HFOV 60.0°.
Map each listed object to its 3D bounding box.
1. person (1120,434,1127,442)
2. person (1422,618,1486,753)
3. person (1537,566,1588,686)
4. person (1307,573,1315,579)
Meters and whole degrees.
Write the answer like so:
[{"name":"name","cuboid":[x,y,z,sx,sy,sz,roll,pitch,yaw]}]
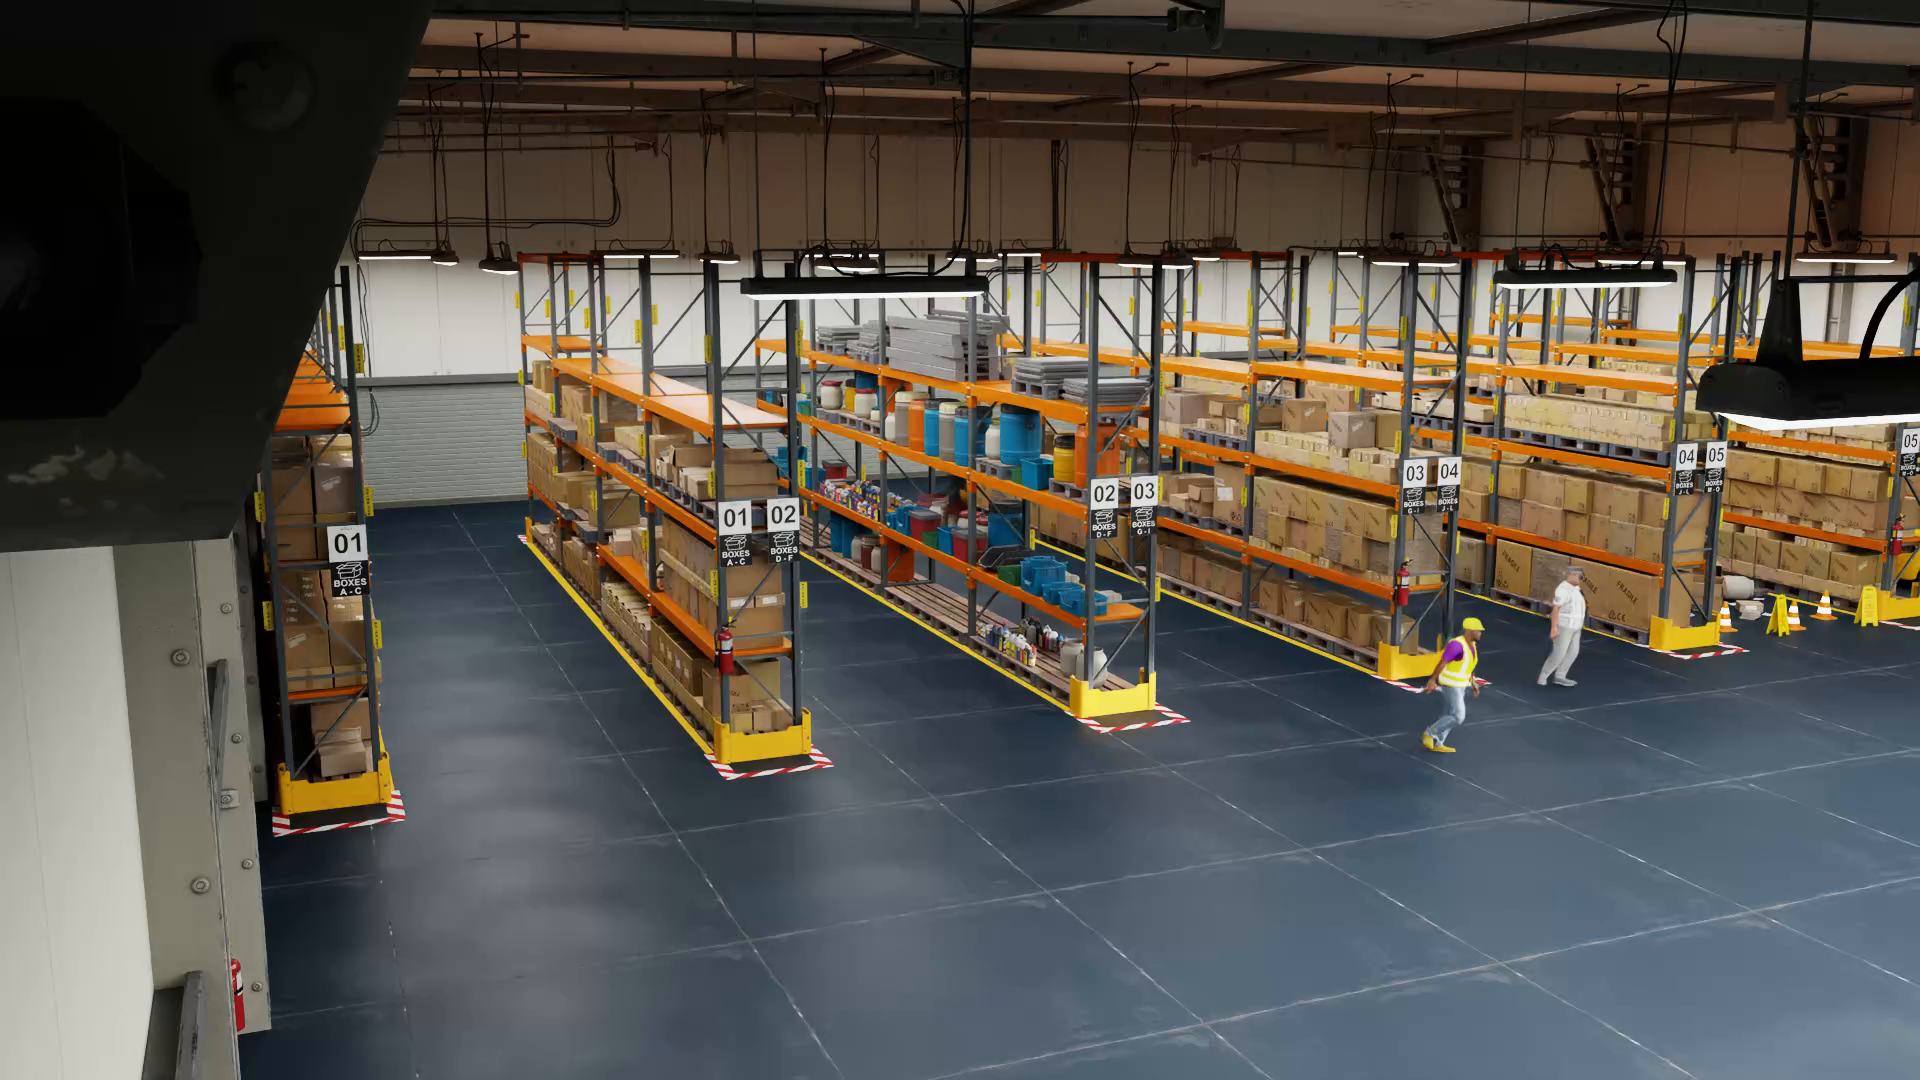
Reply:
[{"name":"person","cuboid":[3.754,-1.693,39.337,0.690,1.759,0.904,-1,10,-4]},{"name":"person","cuboid":[6.088,1.792,20.491,0.628,1.718,0.719,7,13,34]},{"name":"person","cuboid":[8.537,1.222,23.562,0.670,1.728,0.513,-10,14,-43]},{"name":"person","cuboid":[6.708,-0.121,31.018,0.648,1.729,0.700,-4,11,-22]}]
